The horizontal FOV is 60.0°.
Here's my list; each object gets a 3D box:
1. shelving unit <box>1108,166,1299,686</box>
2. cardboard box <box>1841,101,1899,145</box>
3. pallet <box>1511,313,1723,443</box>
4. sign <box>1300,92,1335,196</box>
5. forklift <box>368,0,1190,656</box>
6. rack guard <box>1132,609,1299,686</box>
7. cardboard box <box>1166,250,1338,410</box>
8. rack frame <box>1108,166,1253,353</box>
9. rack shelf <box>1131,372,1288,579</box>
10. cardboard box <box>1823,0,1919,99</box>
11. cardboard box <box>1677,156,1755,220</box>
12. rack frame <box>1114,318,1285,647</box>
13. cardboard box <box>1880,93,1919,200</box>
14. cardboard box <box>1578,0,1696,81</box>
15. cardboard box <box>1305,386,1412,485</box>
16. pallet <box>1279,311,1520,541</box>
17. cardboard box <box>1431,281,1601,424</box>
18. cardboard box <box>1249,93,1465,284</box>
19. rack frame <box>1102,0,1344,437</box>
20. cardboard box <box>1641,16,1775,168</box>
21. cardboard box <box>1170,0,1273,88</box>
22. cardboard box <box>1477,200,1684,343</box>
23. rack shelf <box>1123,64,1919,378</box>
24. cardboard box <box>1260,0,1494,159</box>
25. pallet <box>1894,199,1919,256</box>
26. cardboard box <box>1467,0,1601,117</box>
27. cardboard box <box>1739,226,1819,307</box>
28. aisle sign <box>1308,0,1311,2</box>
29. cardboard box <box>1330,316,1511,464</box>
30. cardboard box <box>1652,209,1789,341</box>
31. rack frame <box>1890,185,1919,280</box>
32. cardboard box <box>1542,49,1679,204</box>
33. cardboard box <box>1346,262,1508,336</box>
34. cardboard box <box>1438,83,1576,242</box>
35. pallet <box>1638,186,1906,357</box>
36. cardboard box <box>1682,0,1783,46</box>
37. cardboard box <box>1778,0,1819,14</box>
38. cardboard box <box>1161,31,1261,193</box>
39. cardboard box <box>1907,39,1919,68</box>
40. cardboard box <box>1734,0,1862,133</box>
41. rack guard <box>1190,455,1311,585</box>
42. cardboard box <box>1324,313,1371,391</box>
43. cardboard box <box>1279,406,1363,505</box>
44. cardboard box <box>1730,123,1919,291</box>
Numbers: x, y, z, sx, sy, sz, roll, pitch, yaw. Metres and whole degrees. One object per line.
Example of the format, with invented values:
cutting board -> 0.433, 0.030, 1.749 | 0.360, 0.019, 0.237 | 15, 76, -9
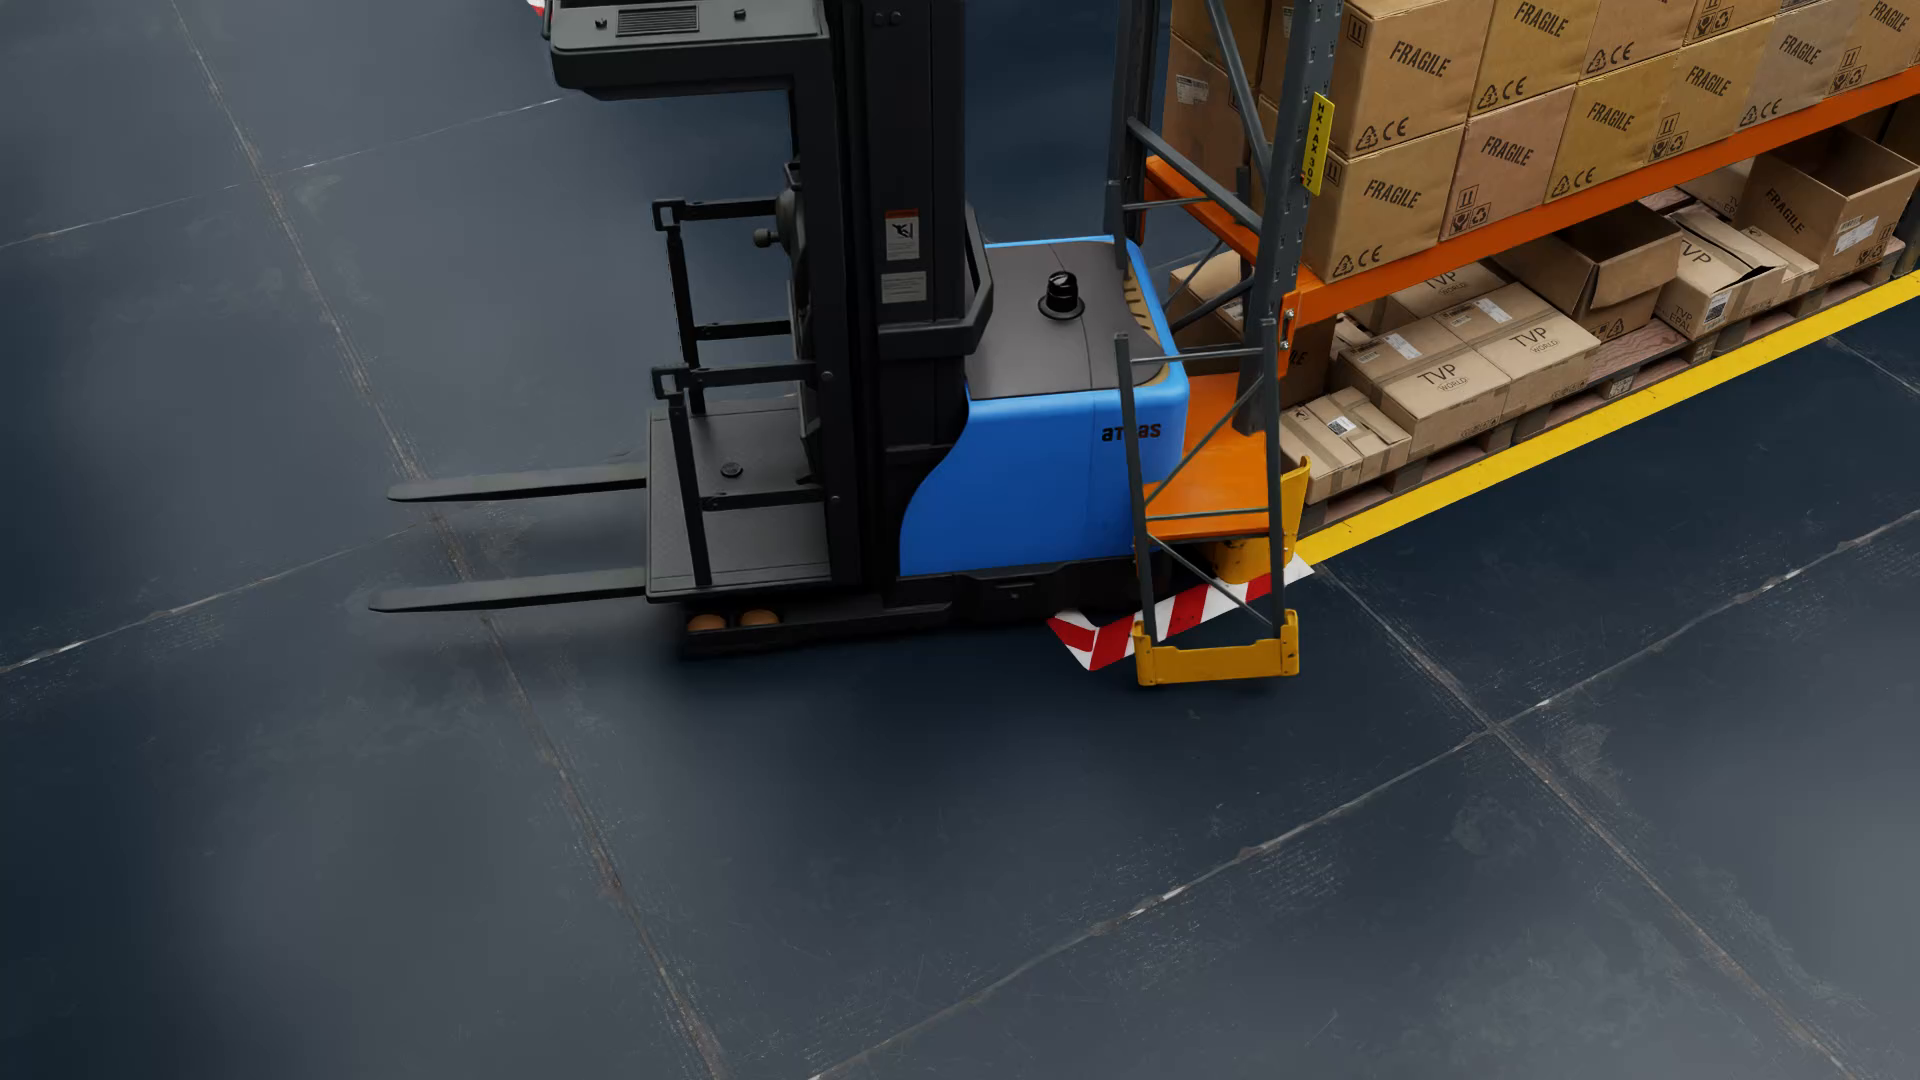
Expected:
shelving unit -> 0.866, -0.404, 6.041 | 0.587, 1.500, 1.083 | -5, 39, 8
cardboard box -> 4.610, -2.262, 8.406 | 0.500, 0.500, 0.500 | -22, 48, -21
pallet -> 2.670, -0.992, 7.621 | 1.213, 0.211, 1.003 | -22, 48, -21
sign -> 1.127, -1.252, 5.265 | 0.005, 0.325, 0.100 | -22, 48, -21
forklift -> -0.738, -1.005, 5.681 | 3.031, 2.935, 1.130 | -5, 44, -5
rack guard -> 0.931, 0.393, 6.050 | 0.587, 0.250, 0.087 | -5, 39, 8
cardboard box -> 1.206, -0.867, 6.969 | 0.500, 0.500, 0.500 | -22, 48, -21
rack frame -> 0.892, -0.734, 6.439 | 0.500, 1.500, 0.032 | -5, 39, 8
rack shelf -> 0.892, -0.272, 6.161 | 0.538, 0.185, 1.000 | -5, 39, 8
cardboard box -> 3.573, -2.185, 6.776 | 0.500, 0.500, 0.500 | -21, 48, -20
cardboard box -> 3.854, -1.835, 8.102 | 0.500, 0.311, 0.500 | -22, 48, -21
rack frame -> 0.840, -0.085, 5.658 | 0.500, 1.500, 0.032 | -5, 39, 8
cardboard box -> 4.866, -1.938, 8.073 | 0.500, 0.500, 0.500 | -24, 49, -23
cardboard box -> 2.259, -2.015, 5.883 | 0.500, 0.500, 0.500 | -21, 48, -20
cardboard box -> 1.608, -0.435, 6.763 | 0.250, 0.166, 0.380 | -22, 48, -21
pallet -> 1.614, -0.572, 7.188 | 1.213, 0.211, 1.003 | -22, 48, -21
cardboard box -> 2.337, -0.805, 7.084 | 0.500, 0.250, 0.500 | -22, 48, -21
cardboard box -> 1.373, -1.300, 5.864 | 0.500, 0.500, 0.500 | -21, 48, -20
rack frame -> 0.857, -1.269, 5.904 | 0.127, 3.000, 1.000 | -22, 48, -21
cardboard box -> 2.689, -1.827, 6.407 | 0.500, 0.500, 0.500 | -21, 48, -20
cardboard box -> 1.106, -1.984, 5.851 | 0.500, 0.500, 0.500 | -22, 48, -21
cardboard box -> 2.699, -1.264, 7.375 | 0.637, 0.503, 0.797 | -22, 48, -21
rack shelf -> 2.591, -1.705, 6.869 | 4.000, 0.370, 1.077 | -22, 48, -21
cardboard box -> 1.373, -1.659, 5.515 | 0.500, 0.500, 0.500 | -20, 48, -20
pallet -> 5.012, -1.961, 8.619 | 1.213, 0.211, 1.003 | -22, 48, -21
cardboard box -> 1.823, -1.844, 5.707 | 0.500, 0.500, 0.500 | -21, 48, -21
cardboard box -> 3.677, -1.256, 7.622 | 0.250, 0.149, 0.380 | -22, 48, -21
aisle sign -> 0.944, -2.001, 4.791 | 0.004, 0.787, 0.394 | -22, 48, -21
cardboard box -> 1.903, -0.631, 6.905 | 0.500, 0.250, 0.500 | -22, 48, -21
cardboard box -> 3.322, -1.221, 7.469 | 0.500, 0.311, 0.500 | -22, 48, -21
rack frame -> 4.325, -2.657, 7.334 | 0.127, 3.000, 1.000 | -22, 48, -21
cardboard box -> 2.254, -1.654, 6.229 | 0.500, 0.500, 0.500 | -22, 48, -21
cardboard box -> 2.044, -1.089, 7.377 | 0.500, 0.250, 0.500 | -22, 48, -21
cardboard box -> 1.818, -1.482, 6.051 | 0.500, 0.500, 0.500 | -22, 48, -21
pallet -> 3.729, -1.418, 8.060 | 1.213, 0.211, 1.003 | -22, 48, -21
cardboard box -> 2.699, -2.192, 6.065 | 0.500, 0.500, 0.500 | -22, 48, -21
cardboard box -> 3.136, -2.366, 6.244 | 0.500, 0.500, 0.500 | -21, 48, -21
cardboard box -> 1.110, -1.625, 6.199 | 0.500, 0.500, 0.500 | -20, 48, -20
cardboard box -> 4.020, -2.364, 6.961 | 0.500, 0.500, 0.500 | -21, 48, -20
cardboard box -> 3.129, -2.005, 6.590 | 0.500, 0.500, 0.500 | -21, 48, -20
rack guard -> 0.923, -0.398, 6.802 | 0.348, 0.500, 1.175 | -22, 48, -21
cardboard box -> 1.602, -0.834, 7.174 | 0.250, 0.166, 0.380 | -22, 48, -21
cardboard box -> 1.391, -0.342, 6.679 | 0.250, 0.149, 0.380 | -22, 48, -21
cardboard box -> 3.973, -1.549, 7.671 | 0.500, 0.500, 0.500 | -22, 48, -21
